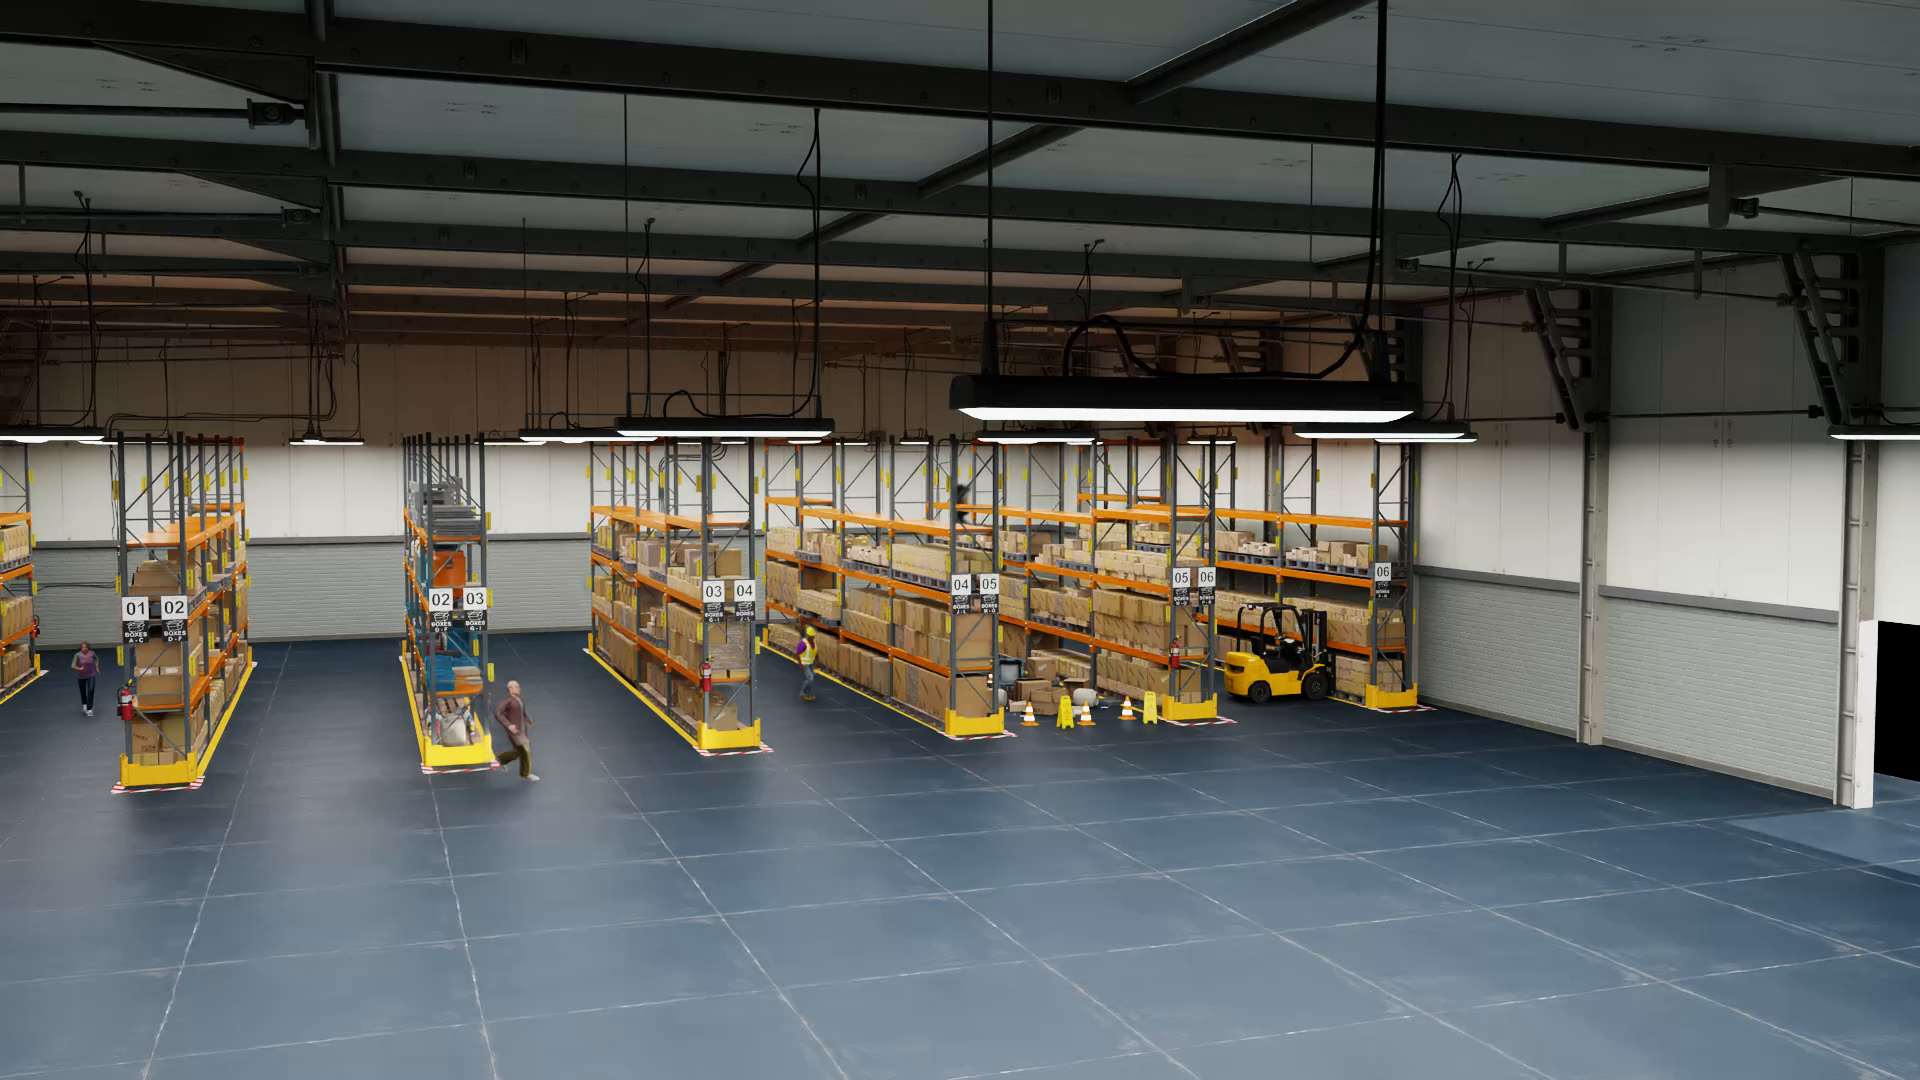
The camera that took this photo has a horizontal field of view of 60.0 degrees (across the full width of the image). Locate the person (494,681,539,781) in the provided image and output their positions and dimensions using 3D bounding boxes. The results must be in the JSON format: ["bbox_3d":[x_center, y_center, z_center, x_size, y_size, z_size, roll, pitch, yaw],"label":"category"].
[{"bbox_3d":[-7.667,3.274,28.473,0.867,1.736,0.710,1,3,12],"label":"person"}]

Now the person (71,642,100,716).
[{"bbox_3d":[-18.724,2.945,35.618,0.546,1.572,0.924,-2,4,-29],"label":"person"}]

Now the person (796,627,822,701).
[{"bbox_3d":[-3.438,2.796,37.617,0.615,1.695,0.703,2,4,31],"label":"person"}]
